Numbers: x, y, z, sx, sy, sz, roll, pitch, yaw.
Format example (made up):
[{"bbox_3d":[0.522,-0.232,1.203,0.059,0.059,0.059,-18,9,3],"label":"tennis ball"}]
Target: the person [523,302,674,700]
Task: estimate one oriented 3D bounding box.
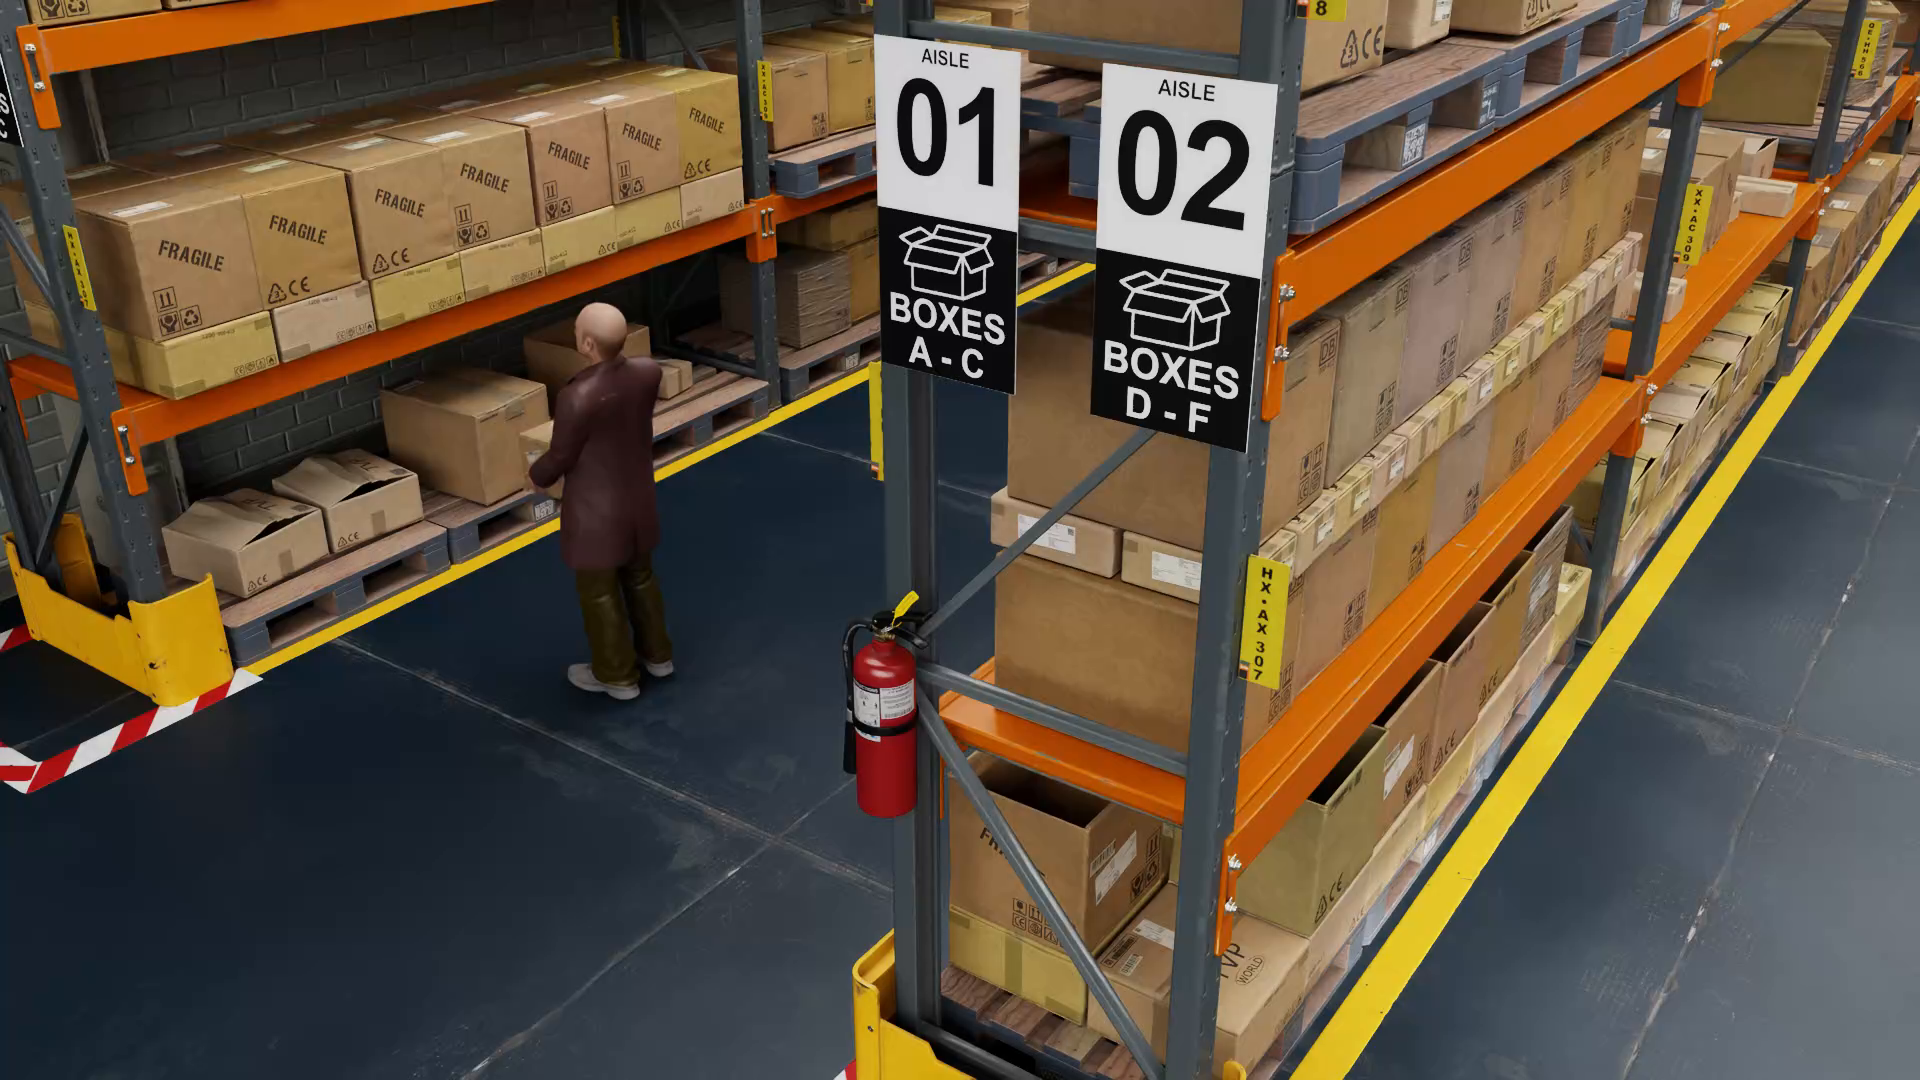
[{"bbox_3d":[-1.533,-0.176,6.979,0.550,1.779,0.545,16,31,29],"label":"person"}]
